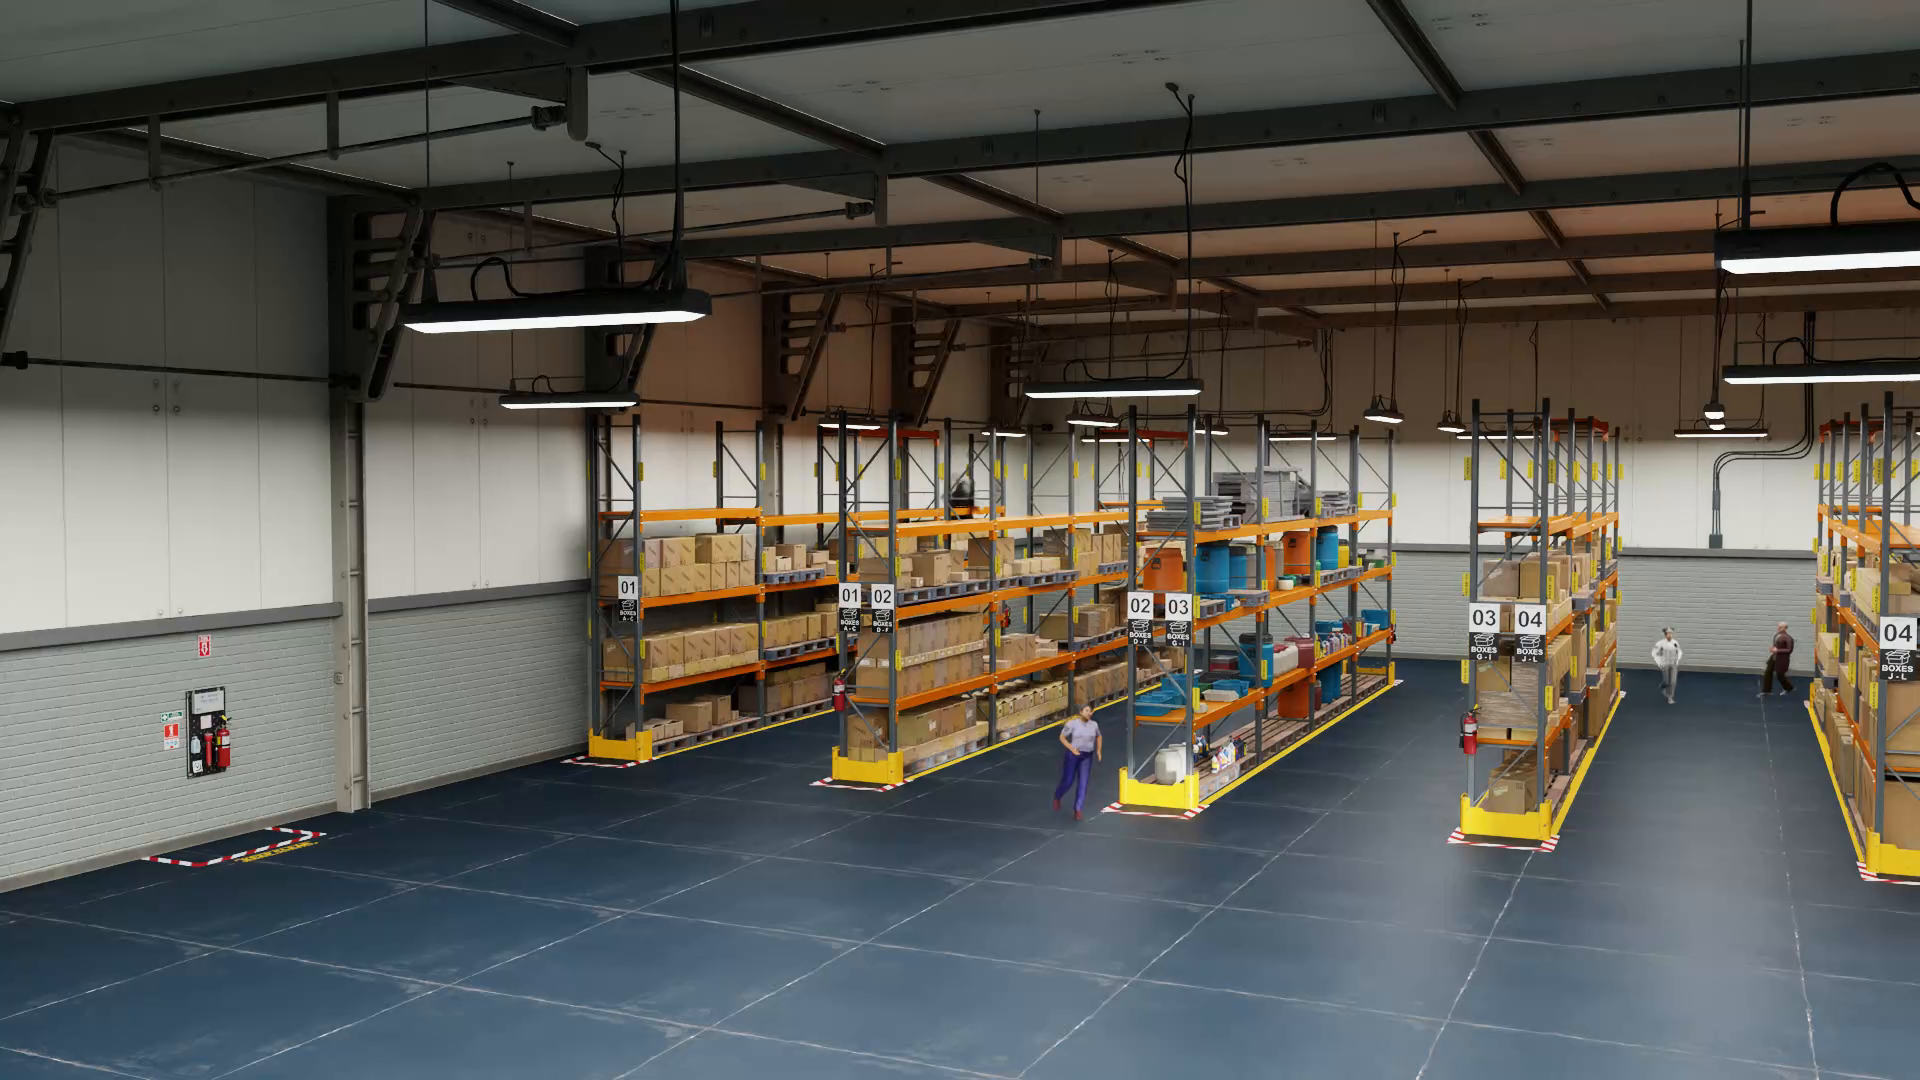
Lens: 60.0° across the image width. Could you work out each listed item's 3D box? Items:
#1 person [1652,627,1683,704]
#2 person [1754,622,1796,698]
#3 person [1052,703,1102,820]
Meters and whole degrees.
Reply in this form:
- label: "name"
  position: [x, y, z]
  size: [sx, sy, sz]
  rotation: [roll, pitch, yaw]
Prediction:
- label: "person"
  position: [15.347, 2.704, 36.072]
  size: [0.634, 1.662, 0.610]
  rotation: [0, 2, 7]
- label: "person"
  position: [18.072, 2.652, 36.510]
  size: [0.915, 1.745, 0.748]
  rotation: [0, 2, -3]
- label: "person"
  position: [1.762, 3.193, 24.224]
  size: [0.696, 1.628, 0.829]
  rotation: [-1, 2, -14]
